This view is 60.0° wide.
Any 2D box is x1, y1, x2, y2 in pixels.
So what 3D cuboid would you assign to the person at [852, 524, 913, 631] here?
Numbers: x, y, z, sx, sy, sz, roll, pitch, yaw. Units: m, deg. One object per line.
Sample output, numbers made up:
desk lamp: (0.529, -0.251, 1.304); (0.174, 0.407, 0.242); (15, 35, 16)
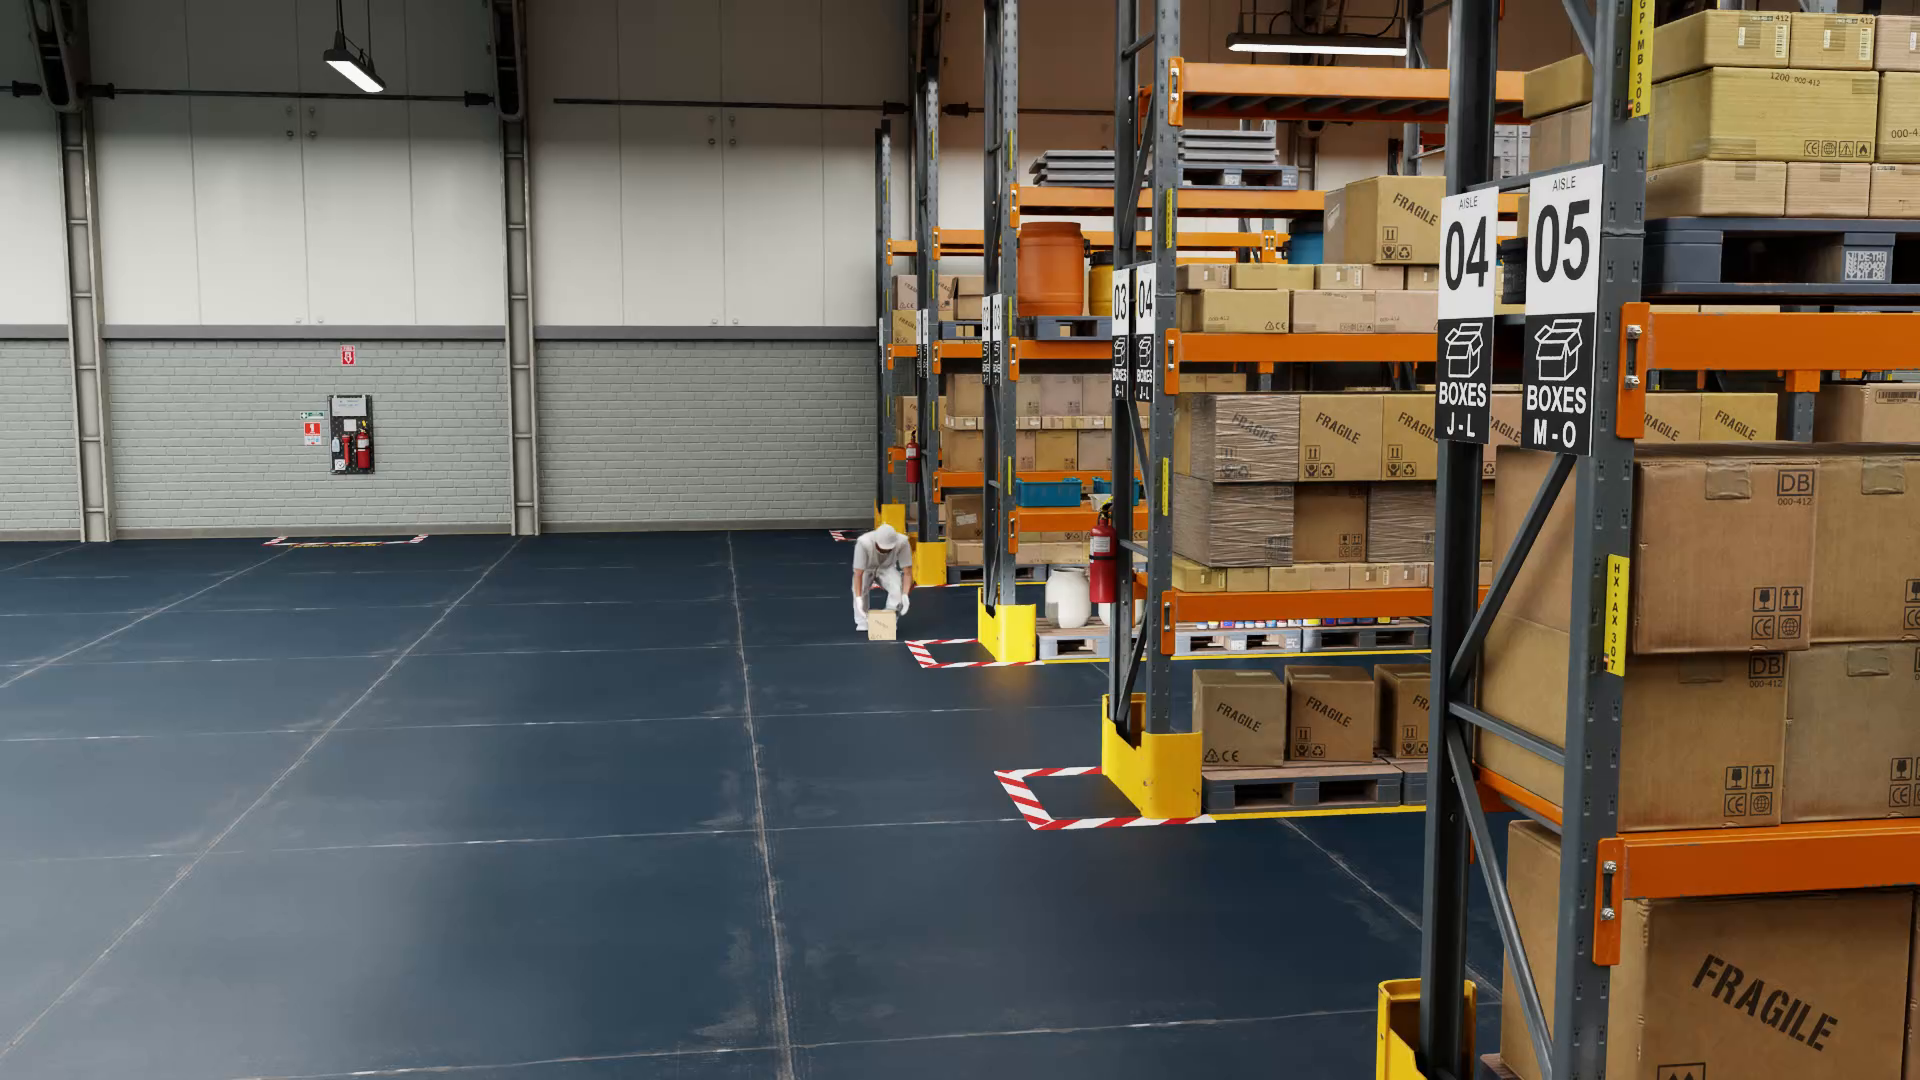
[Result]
person: (-0.759, 0.349, 16.148); (0.587, 1.087, 0.881); (-1, 6, -7)
